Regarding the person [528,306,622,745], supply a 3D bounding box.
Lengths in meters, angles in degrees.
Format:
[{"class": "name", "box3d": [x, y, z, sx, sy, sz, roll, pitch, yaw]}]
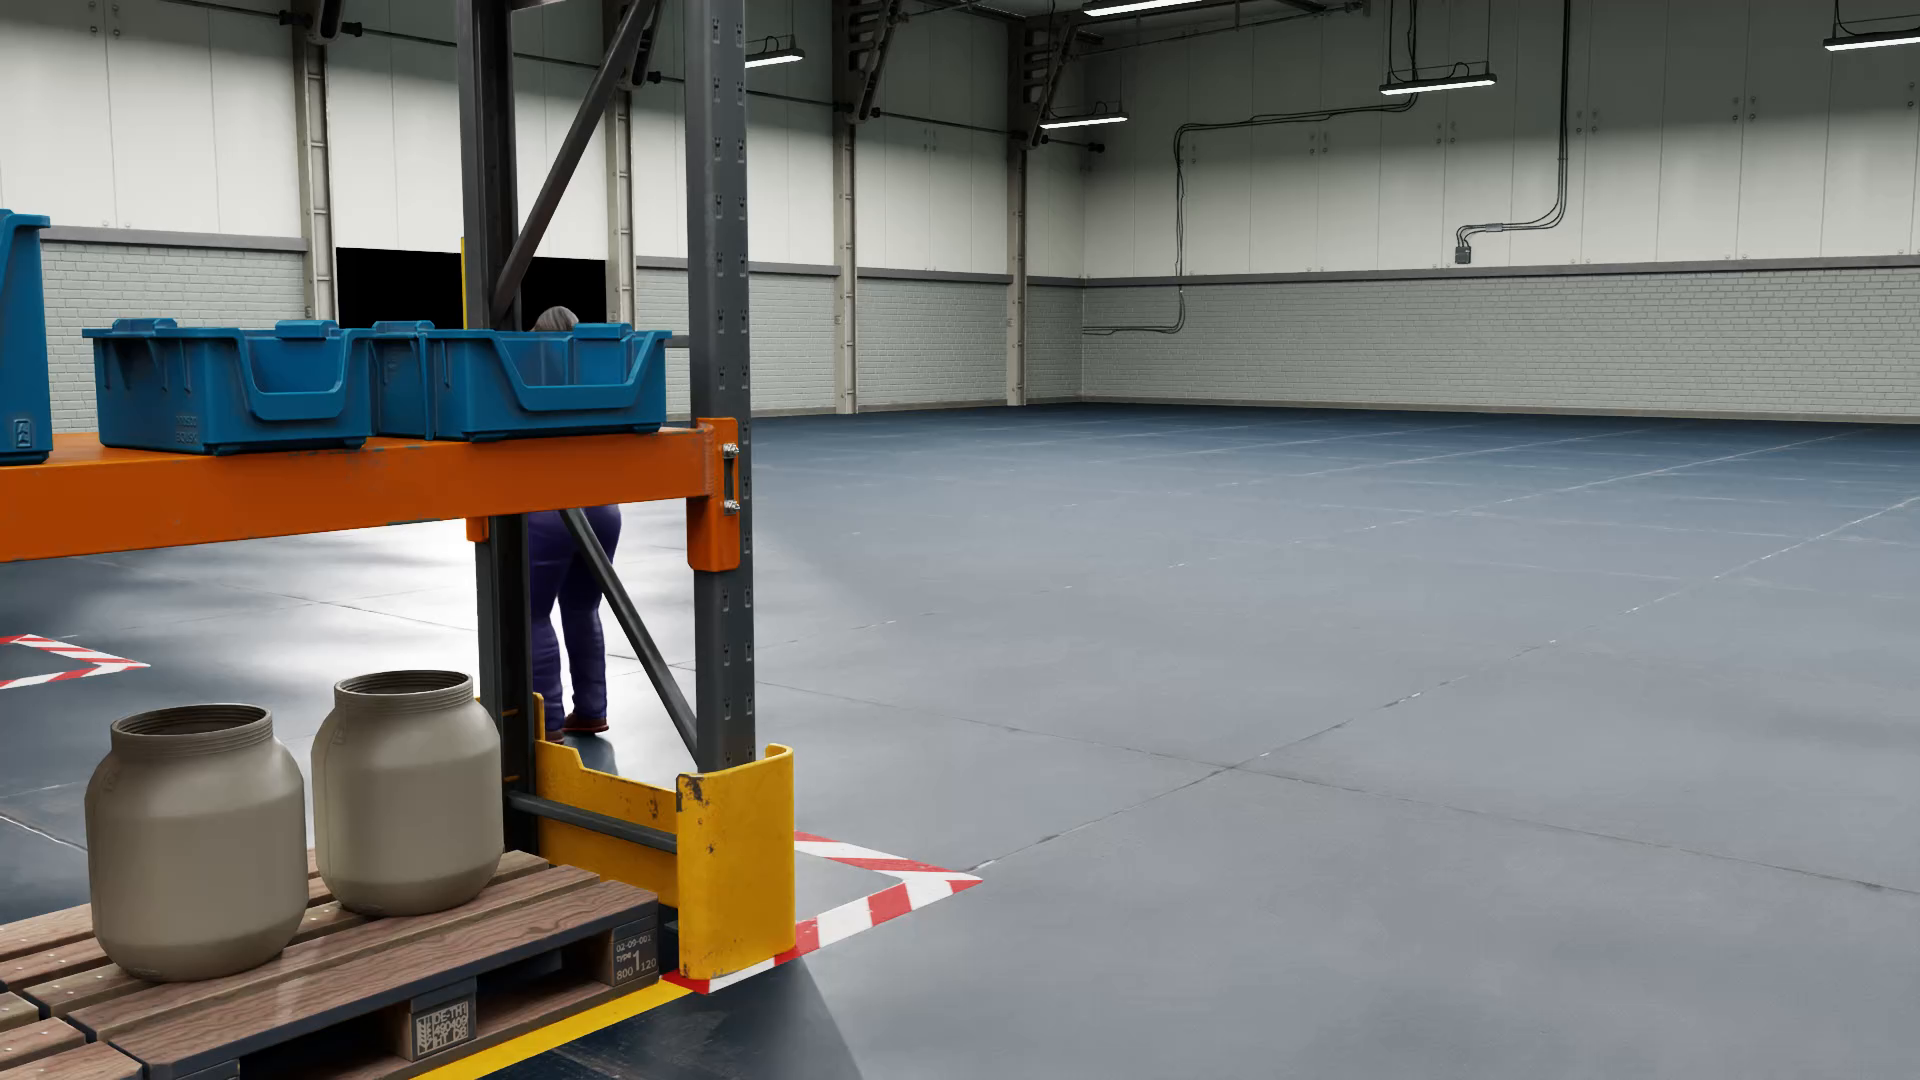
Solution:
[{"class": "person", "box3d": [-1.569, -0.049, 6.307, 0.519, 1.633, 0.441, 5, 9, 38]}]
